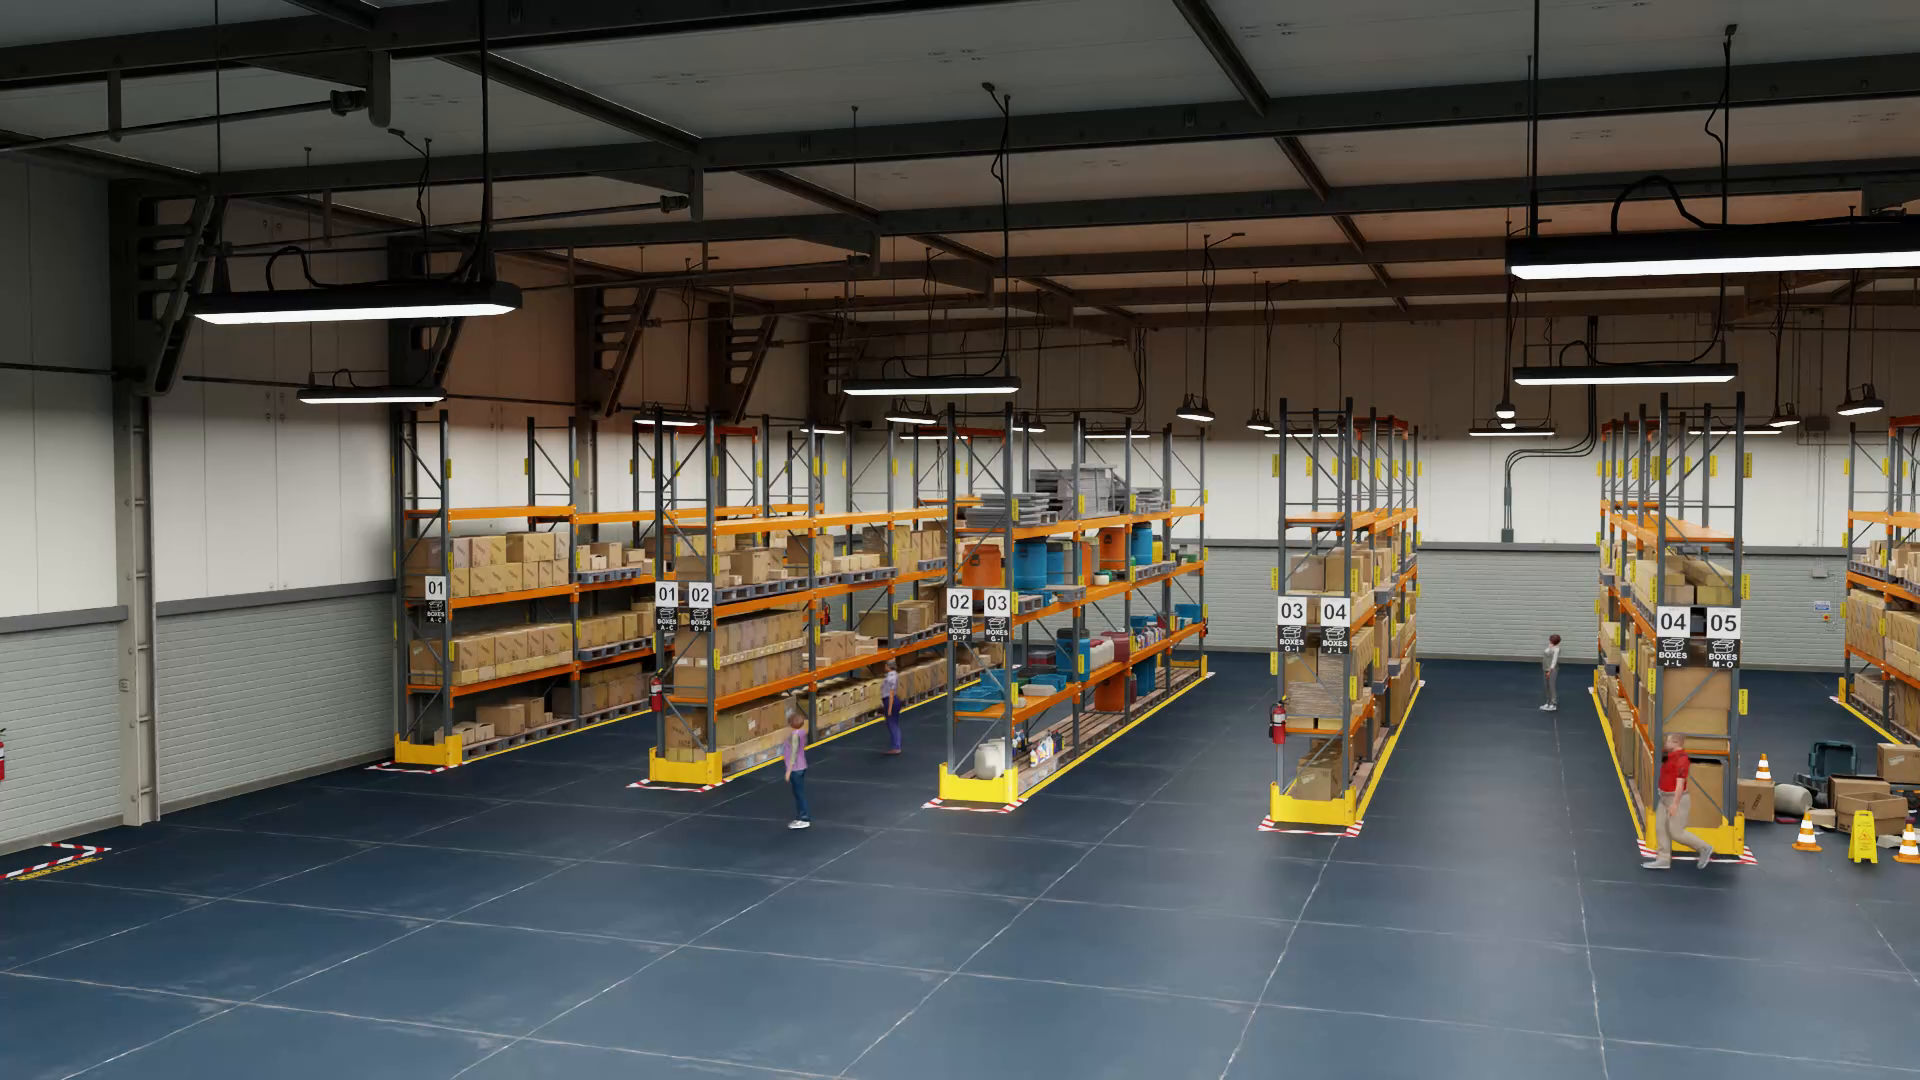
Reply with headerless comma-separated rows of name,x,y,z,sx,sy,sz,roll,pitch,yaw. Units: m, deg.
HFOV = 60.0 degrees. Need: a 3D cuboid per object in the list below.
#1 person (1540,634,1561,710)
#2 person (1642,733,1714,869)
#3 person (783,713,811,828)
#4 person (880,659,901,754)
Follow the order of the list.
person,12.237,2.733,34.528,0.354,1.601,0.518,0,2,-8
person,8.915,3.246,20.638,0.761,1.715,0.505,0,2,-4
person,-2.267,3.214,23.166,0.371,1.621,0.496,0,2,2
person,-1.219,2.935,29.195,0.365,1.685,0.565,0,2,-2
